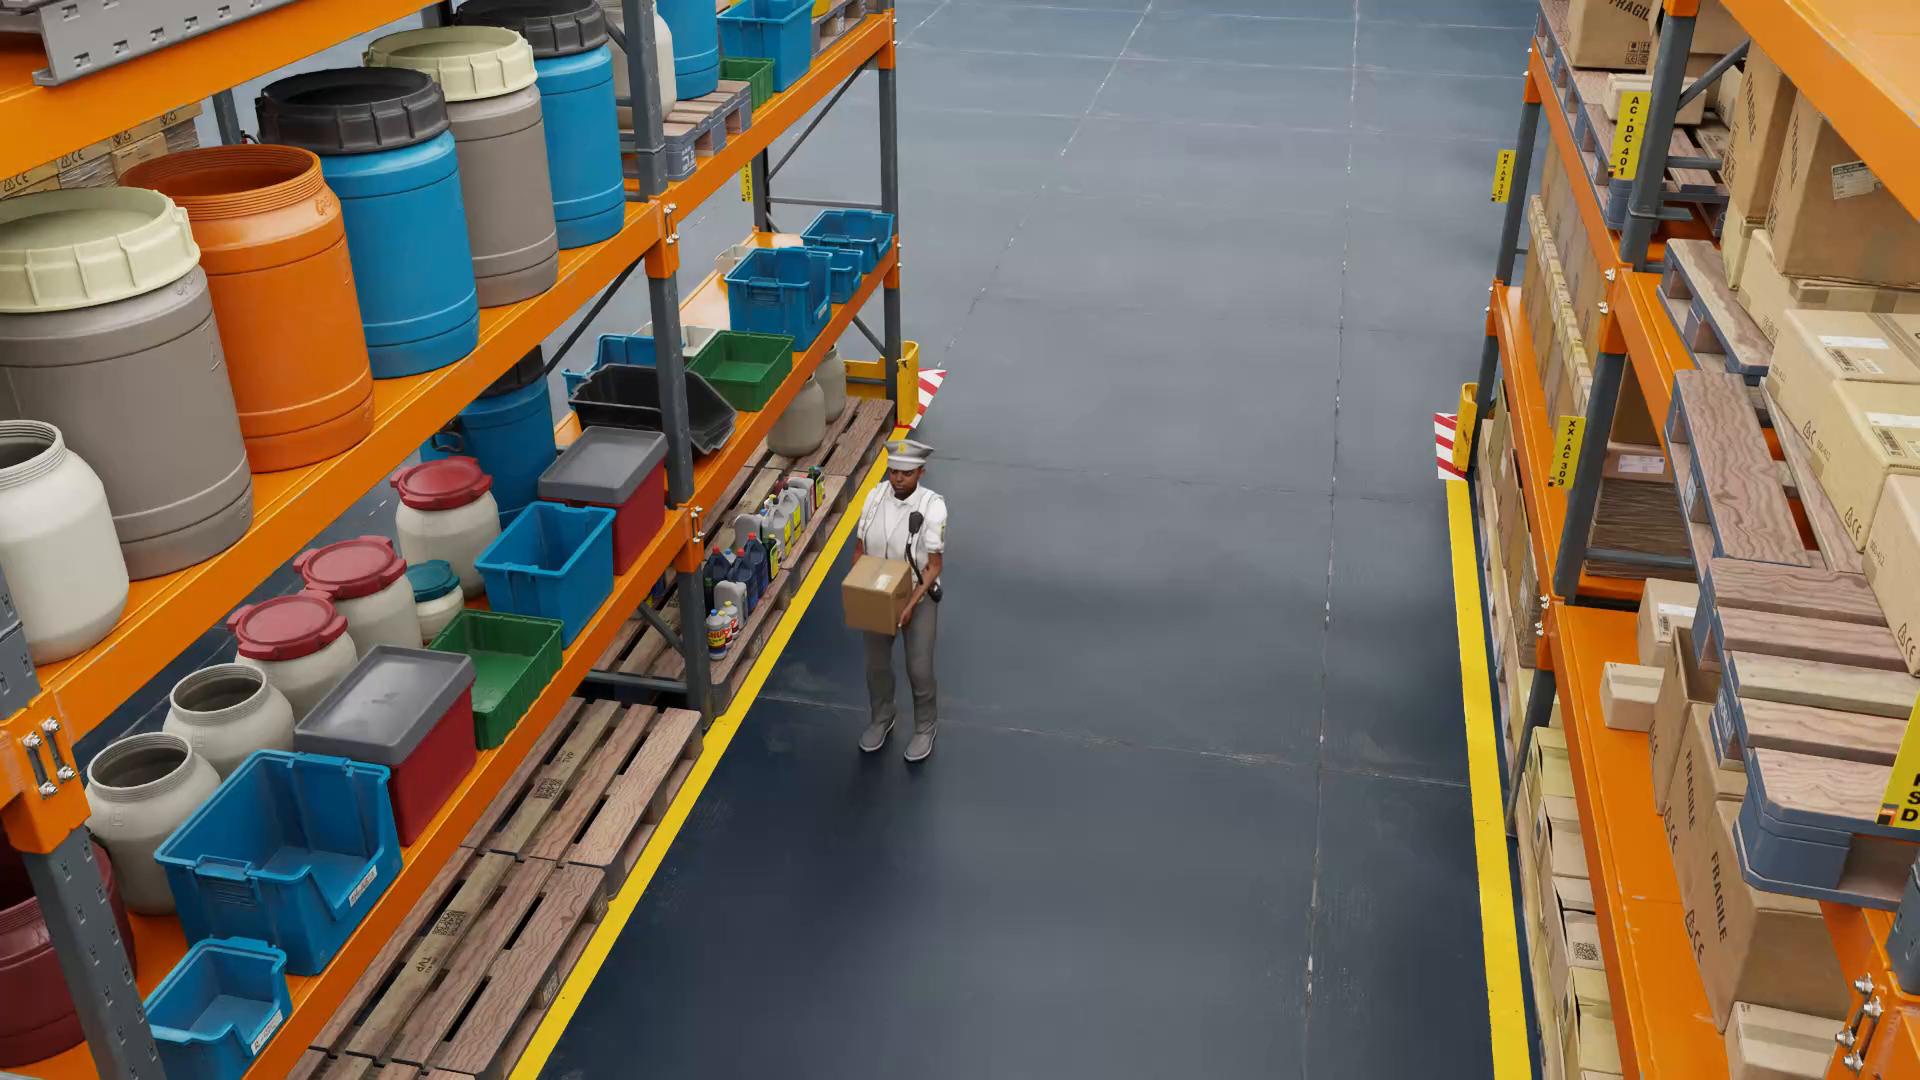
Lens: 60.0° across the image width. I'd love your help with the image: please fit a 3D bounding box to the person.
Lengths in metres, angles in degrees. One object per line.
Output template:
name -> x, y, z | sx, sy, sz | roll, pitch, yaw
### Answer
person -> -0.313, 0.306, 8.026 | 0.450, 1.690, 0.531 | 10, 31, 18
